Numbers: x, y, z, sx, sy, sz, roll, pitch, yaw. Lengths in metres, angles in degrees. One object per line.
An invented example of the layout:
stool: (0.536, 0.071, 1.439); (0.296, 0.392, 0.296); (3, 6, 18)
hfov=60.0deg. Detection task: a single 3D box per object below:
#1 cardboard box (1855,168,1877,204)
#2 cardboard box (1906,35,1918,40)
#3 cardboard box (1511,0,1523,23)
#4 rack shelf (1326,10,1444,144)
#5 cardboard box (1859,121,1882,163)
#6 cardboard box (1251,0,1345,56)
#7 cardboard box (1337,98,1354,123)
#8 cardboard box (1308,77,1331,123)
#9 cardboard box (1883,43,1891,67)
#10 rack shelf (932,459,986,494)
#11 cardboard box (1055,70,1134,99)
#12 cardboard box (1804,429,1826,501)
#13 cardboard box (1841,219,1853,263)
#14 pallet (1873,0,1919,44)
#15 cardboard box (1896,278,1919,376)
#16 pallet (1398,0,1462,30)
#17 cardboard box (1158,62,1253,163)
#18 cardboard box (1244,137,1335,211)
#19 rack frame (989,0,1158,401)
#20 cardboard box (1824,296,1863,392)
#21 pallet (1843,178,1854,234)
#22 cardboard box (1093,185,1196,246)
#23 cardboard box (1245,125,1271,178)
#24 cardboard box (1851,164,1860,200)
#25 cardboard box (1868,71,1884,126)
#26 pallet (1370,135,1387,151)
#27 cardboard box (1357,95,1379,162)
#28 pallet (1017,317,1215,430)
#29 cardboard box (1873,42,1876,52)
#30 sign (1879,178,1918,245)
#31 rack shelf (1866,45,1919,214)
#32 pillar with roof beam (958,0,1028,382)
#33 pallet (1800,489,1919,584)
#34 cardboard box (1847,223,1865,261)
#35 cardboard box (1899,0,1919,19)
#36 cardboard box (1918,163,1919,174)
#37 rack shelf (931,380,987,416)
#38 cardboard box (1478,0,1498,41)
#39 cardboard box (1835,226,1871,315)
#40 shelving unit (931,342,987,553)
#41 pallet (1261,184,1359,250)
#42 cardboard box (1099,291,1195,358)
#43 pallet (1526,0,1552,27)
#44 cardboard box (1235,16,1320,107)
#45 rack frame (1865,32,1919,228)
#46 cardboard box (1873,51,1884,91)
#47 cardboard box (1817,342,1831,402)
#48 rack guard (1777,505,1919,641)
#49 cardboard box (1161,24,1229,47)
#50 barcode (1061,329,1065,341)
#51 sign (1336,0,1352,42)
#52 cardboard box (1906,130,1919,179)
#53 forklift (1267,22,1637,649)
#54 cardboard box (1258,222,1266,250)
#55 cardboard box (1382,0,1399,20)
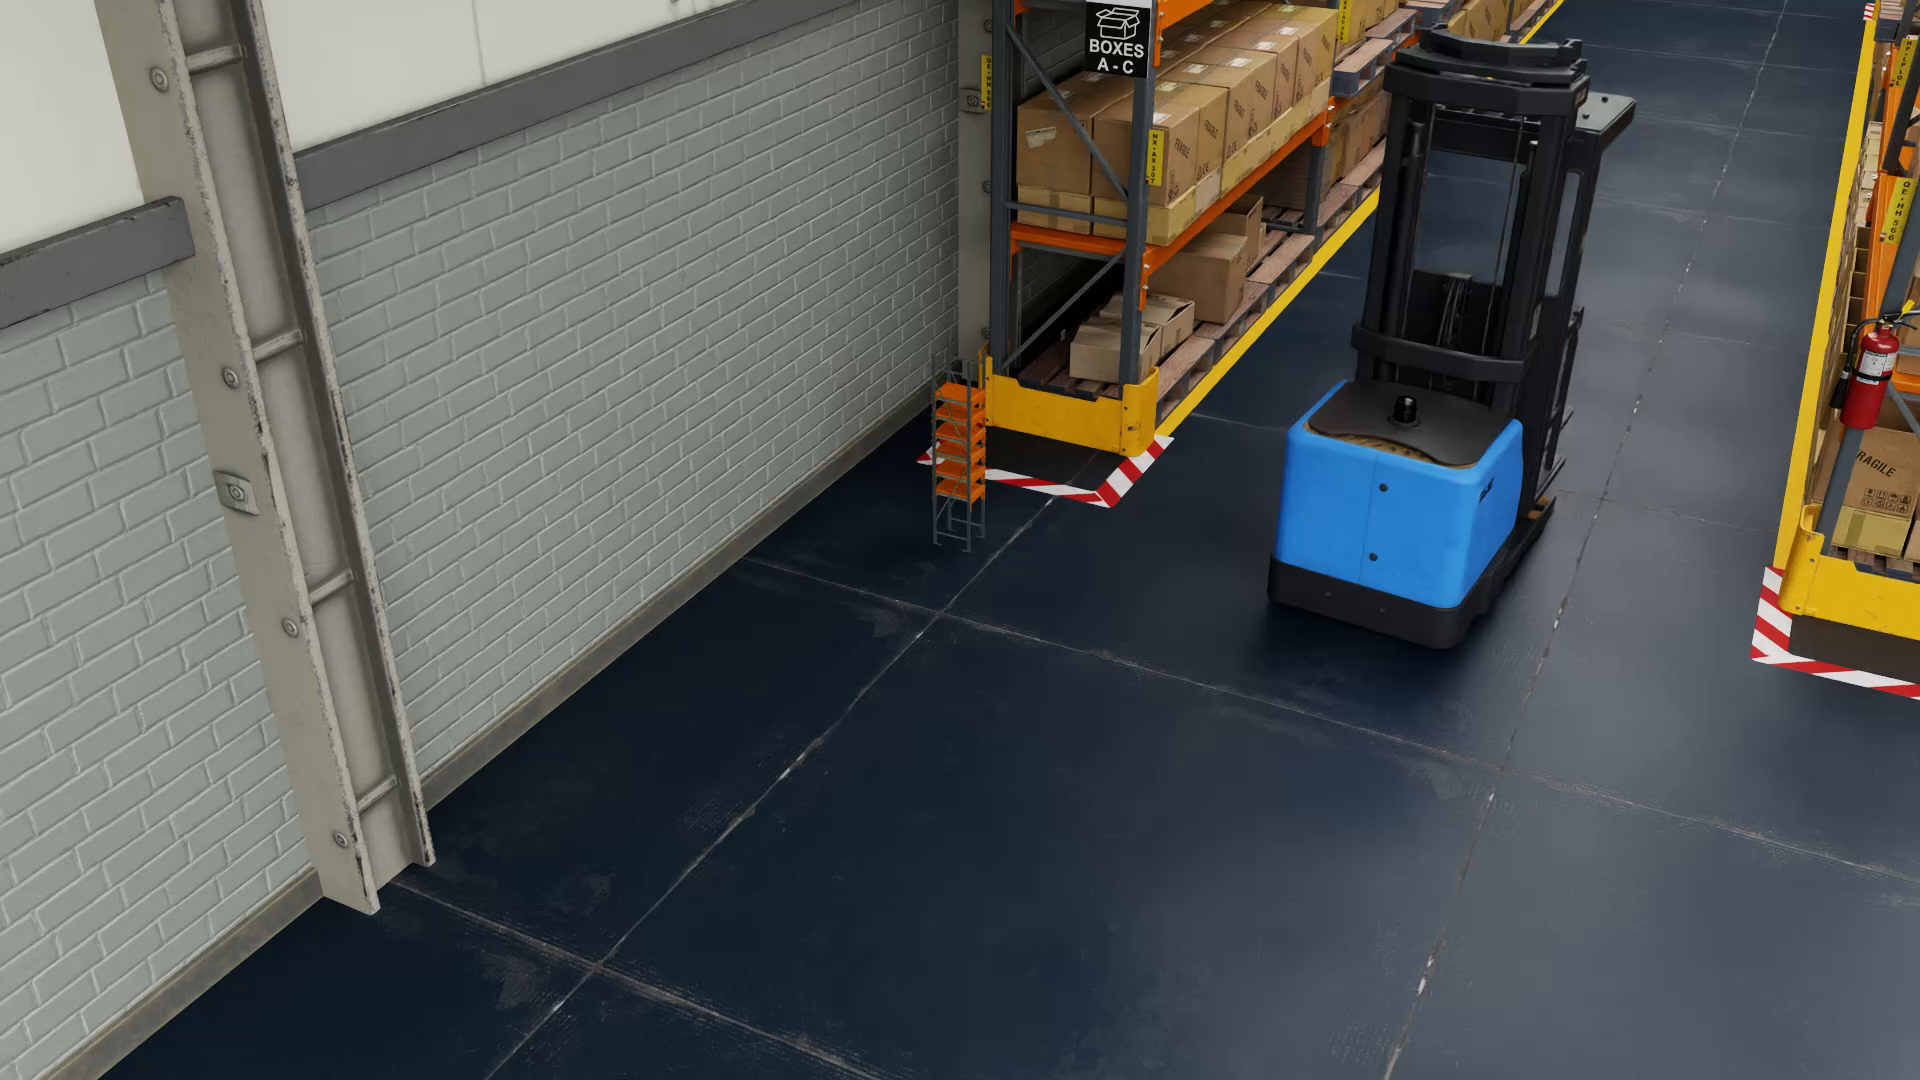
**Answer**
cardboard box: (7.517, -2.800, 13.389); (0.500, 0.311, 0.500); (14, 33, 23)
cardboard box: (8.137, -4.030, 13.844); (0.500, 0.311, 0.500); (14, 33, 23)
cardboard box: (6.559, -6.722, 20.533); (0.700, 0.500, 0.500); (15, 33, 24)
rack shelf: (3.394, -4.344, 15.025); (1.077, 0.370, 4.000); (14, 33, 23)
cardboard box: (8.217, -3.488, 14.588); (0.500, 0.311, 0.500); (15, 33, 25)
cardboard box: (2.745, -4.222, 13.547); (0.700, 0.500, 0.500); (14, 33, 23)
cardboard box: (3.235, -3.959, 14.948); (0.500, 0.250, 0.500); (13, 32, 22)
cardboard box: (2.537, -3.434, 12.849); (0.500, 0.250, 0.500); (14, 33, 23)
cardboard box: (9.418, -4.801, 16.414); (0.500, 0.250, 0.500); (14, 33, 22)
rack shelf: (-0.007, -0.371, 9.522); (0.258, 0.103, 0.180); (14, 33, 23)
cardboard box: (0.925, -2.743, 10.892); (0.500, 0.500, 0.500); (15, 33, 24)
cardboard box: (5.271, -0.393, 9.762); (0.500, 0.250, 0.500); (14, 33, 23)
cardboard box: (7.290, -2.338, 13.148); (0.500, 0.250, 0.500); (15, 33, 24)
pallet: (8.963, -4.654, 15.035); (1.213, 0.211, 1.003); (14, 33, 23)
cardboard box: (5.297, -1.122, 8.591); (0.700, 0.500, 0.500); (14, 33, 23)
pallet: (4.076, -5.120, 15.846); (1.213, 0.211, 1.003); (14, 33, 23)
cardboard box: (1.621, -2.853, 11.084); (0.500, 0.500, 0.500); (13, 32, 22)
cardboard box: (2.804, -3.206, 14.390); (0.700, 0.500, 0.500); (15, 33, 25)
rack frame: (0.661, -1.996, 10.214); (1.000, 3.000, 0.127); (14, 33, 23)
cardboard box: (5.723, -1.162, 10.348); (0.500, 0.500, 0.500); (14, 33, 23)
pallet: (8.307, -2.855, 14.510); (1.003, 0.211, 1.213); (14, 33, 23)
cardboard box: (1.166, -2.084, 10.498); (0.500, 0.250, 0.500); (13, 32, 22)
cardboard box: (1.859, -2.766, 11.685); (0.500, 0.250, 0.500); (15, 33, 24)
cardboard box: (7.989, -3.022, 14.340); (0.500, 0.250, 0.500); (13, 32, 22)
cardboard box: (9.170, -4.225, 16.163); (0.500, 0.500, 0.500); (13, 32, 22)
pallet: (3.948, -3.988, 16.482); (1.003, 0.211, 1.213); (14, 33, 23)
cardboard box: (3.484, -3.890, 15.580); (0.700, 0.500, 0.500); (14, 33, 23)
pallet: (1.097, -1.173, 11.581); (1.003, 0.211, 1.213); (14, 33, 23)
cardboard box: (10.664, -5.645, 18.989); (0.380, 0.149, 0.250); (14, 33, 23)
sign: (4.596, -1.608, 8.138); (0.100, 0.325, 0.005); (14, 33, 23)
rack shelf: (7.806, -3.222, 13.071); (1.077, 0.370, 4.000); (14, 33, 23)
pillar with roof beam: (4.042, -4.128, 7.902); (9.100, 9.000, 0.400); (14, 33, 23)
pallet: (5.384, -0.014, 9.561); (1.003, 0.211, 1.213); (14, 33, 23)
cardboard box: (6.824, -2.125, 12.215); (0.500, 0.311, 0.500); (14, 33, 23)
cardboard box: (8.903, -4.951, 14.837); (0.700, 0.500, 0.500); (4, 30, 7)
cardboard box: (5.897, -2.209, 9.834); (0.380, 0.149, 0.250); (14, 33, 23)
rack shelf: (-0.007, -0.788, 9.283); (0.258, 0.103, 0.180); (14, 33, 23)
cardboard box: (5.545, -5.854, 18.668); (0.750, 0.750, 0.750); (15, 33, 25)
cardboard box: (6.405, -1.828, 11.507); (0.500, 0.500, 0.500); (14, 33, 23)
shelving unit: (-0.007, -0.514, 9.440); (0.258, 1.200, 0.189); (14, 33, 23)
pallet: (2.837, -2.906, 14.598); (1.003, 0.211, 1.213); (14, 33, 23)
cardboard box: (1.316, -1.560, 11.713); (0.500, 0.311, 0.500); (17, 34, 27)
pallet: (7.098, -6.969, 21.674); (1.003, 0.211, 1.213); (14, 33, 23)
cardboard box: (2.321, -3.536, 12.273); (0.500, 0.500, 0.500); (14, 33, 23)
rack frame: (6.895, -2.647, 11.348); (1.000, 3.000, 0.127); (14, 33, 23)
cardboard box: (9.869, -4.903, 17.344); (0.500, 0.500, 0.500); (15, 33, 24)
cardboard box: (5.949, -1.059, 10.922); (0.500, 0.250, 0.500); (14, 33, 23)
rack guard: (5.062, 0.220, 8.864); (1.175, 0.500, 0.348); (14, 33, 23)
cardboard box: (1.612, -3.429, 12.087); (0.500, 0.500, 0.500); (15, 33, 25)
barcode: (0.708, -1.410, 11.443); (0.001, 0.075, 0.075); (14, 33, 23)
sign: (2.970, -4.025, 12.878); (0.100, 0.325, 0.005); (14, 33, 23)
cardboard box: (6.698, -2.493, 10.978); (0.700, 0.500, 0.500); (13, 32, 22)
forklift: (2.894, -1.399, 9.243); (1.130, 2.935, 3.031); (18, 34, 28)
cardboard box: (2.266, -2.488, 13.473); (0.380, 0.166, 0.250); (10, 31, 17)
cardboard box: (3.552, -5.009, 14.918); (0.700, 0.500, 0.500); (14, 33, 23)
